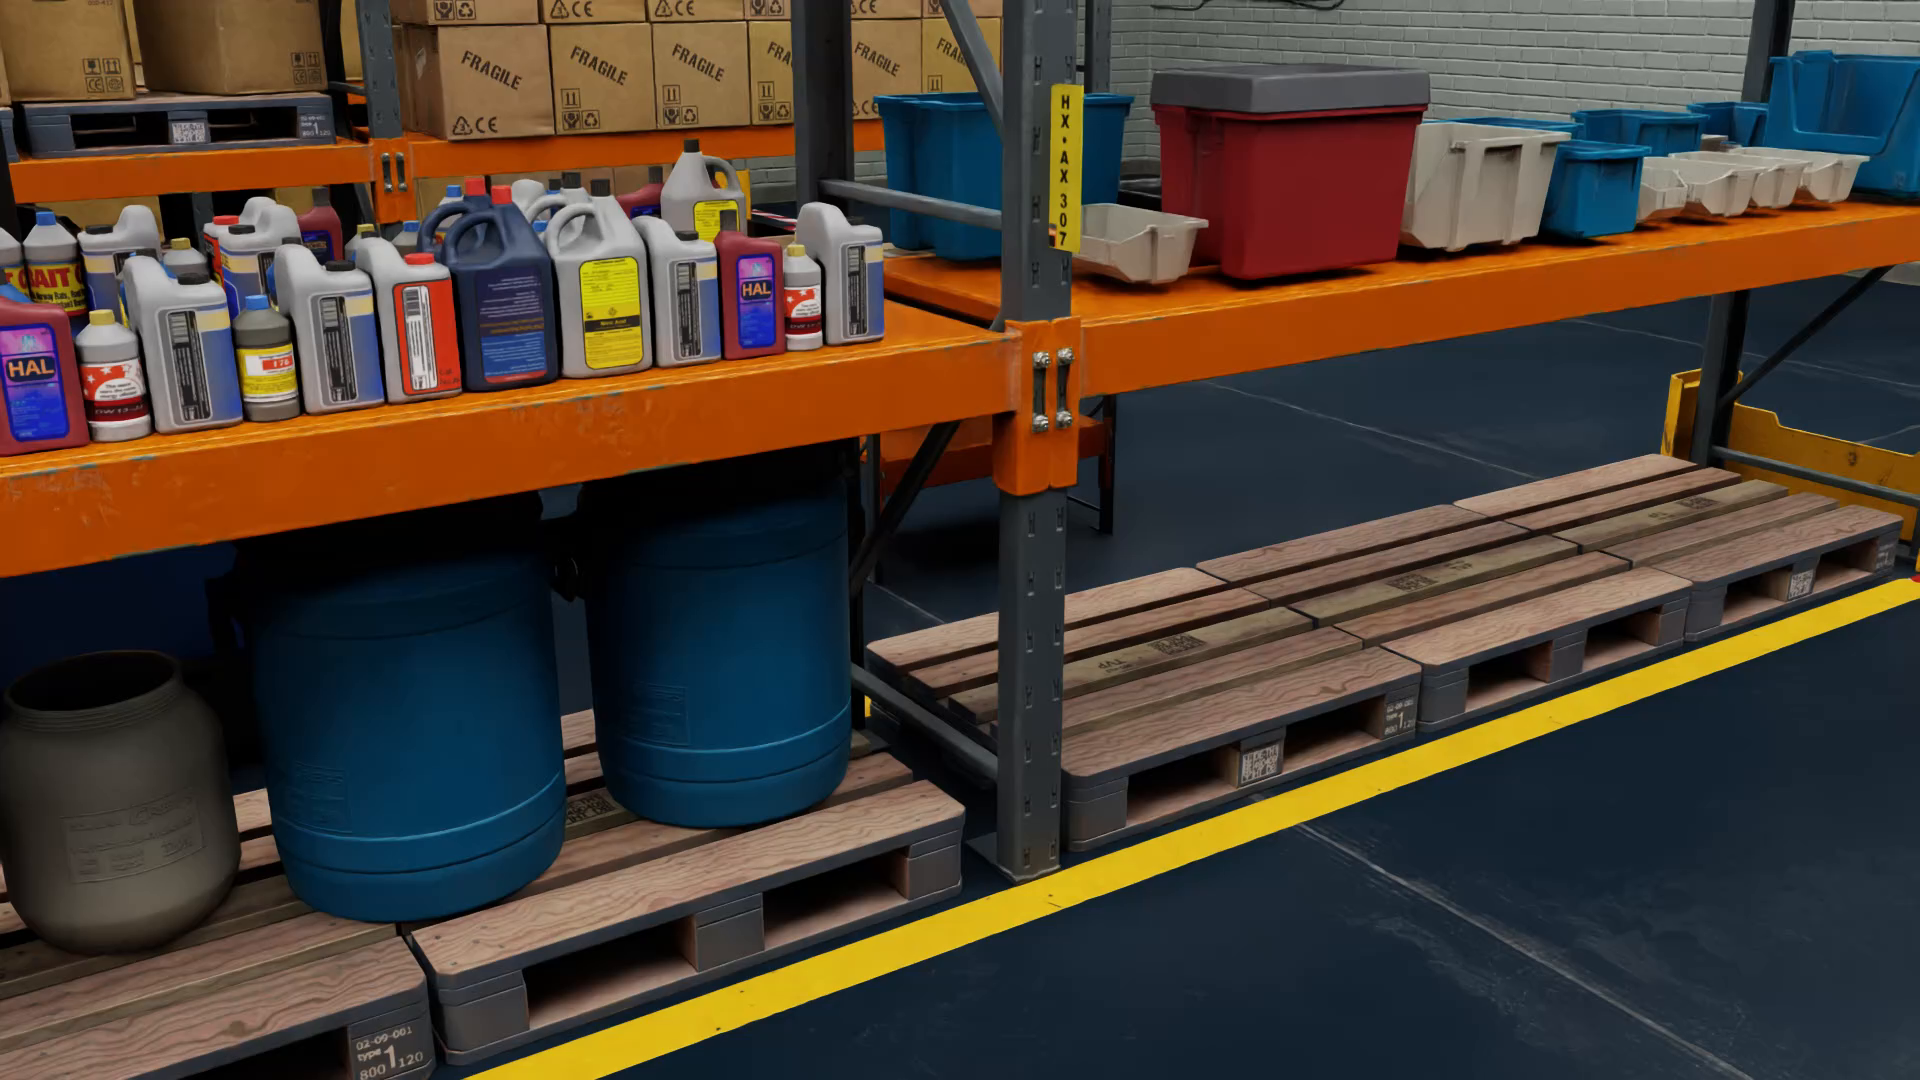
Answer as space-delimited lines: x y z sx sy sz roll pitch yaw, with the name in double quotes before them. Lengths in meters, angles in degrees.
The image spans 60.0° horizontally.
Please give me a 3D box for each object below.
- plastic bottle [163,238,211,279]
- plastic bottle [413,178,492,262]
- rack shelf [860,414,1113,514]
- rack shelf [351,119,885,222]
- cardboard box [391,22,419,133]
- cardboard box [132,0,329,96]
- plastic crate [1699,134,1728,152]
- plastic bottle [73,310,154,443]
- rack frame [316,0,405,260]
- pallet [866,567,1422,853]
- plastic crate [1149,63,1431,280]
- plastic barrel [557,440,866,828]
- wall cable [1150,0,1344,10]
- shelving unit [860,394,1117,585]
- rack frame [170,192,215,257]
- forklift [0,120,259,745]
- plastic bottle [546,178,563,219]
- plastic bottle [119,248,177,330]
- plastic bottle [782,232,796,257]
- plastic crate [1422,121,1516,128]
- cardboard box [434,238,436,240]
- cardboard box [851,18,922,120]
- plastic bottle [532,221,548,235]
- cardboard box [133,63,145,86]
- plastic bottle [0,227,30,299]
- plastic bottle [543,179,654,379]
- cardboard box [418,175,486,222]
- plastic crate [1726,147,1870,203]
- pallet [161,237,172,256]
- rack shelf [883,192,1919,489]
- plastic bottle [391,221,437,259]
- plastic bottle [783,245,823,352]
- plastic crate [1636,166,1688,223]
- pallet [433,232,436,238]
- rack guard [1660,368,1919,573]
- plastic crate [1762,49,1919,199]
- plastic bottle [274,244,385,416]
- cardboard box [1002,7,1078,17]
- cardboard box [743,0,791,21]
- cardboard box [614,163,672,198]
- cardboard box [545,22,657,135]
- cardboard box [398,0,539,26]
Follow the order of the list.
"plastic bottle" -1.570 -0.510 3.381 0.097 0.201 0.097 0 19 0
"plastic bottle" -0.910 -0.493 3.098 0.185 0.351 0.144 -12 22 -31
"rack shelf" 0.006 -0.302 6.146 1.000 0.278 0.538 -12 22 -31
"rack shelf" -1.140 -2.097 8.888 4.000 0.370 1.077 -12 22 -31
"cardboard box" -2.534 -2.290 8.178 0.500 0.500 0.500 -11 22 -31
"cardboard box" -3.329 -2.308 7.578 0.700 0.500 0.500 14 23 35
"plastic crate" 2.551 -1.378 5.957 0.298 0.136 0.250 -12 22 -31
"plastic bottle" -1.355 -0.265 2.654 0.097 0.201 0.097 0 19 0
"rack frame" -2.810 -2.086 7.731 0.127 3.000 1.000 -12 22 -31
"pallet" 0.504 0.421 4.670 1.213 0.211 1.003 -12 22 -31
"plastic crate" 0.795 -0.909 4.057 0.583 0.464 0.402 -12 22 -31
"plastic barrel" -0.553 0.126 3.809 0.708 0.901 0.600 -12 22 -31
"wall cable" 2.723 -6.386 15.933 0.112 2.526 3.097 -12 22 -31
"shelving unit" 0.006 -0.534 6.068 1.048 1.125 0.538 -12 22 -31
"rack frame" -5.538 -3.410 11.648 0.127 3.000 1.000 -12 22 -31
"forklift" -3.059 -0.762 3.923 3.031 2.935 1.130 -12 22 -31
"plastic bottle" -0.909 -0.683 3.782 0.097 0.271 0.097 0 19 0
"plastic bottle" -1.357 -0.356 2.814 0.097 0.271 0.097 0 19 0
"plastic bottle" -0.325 -0.540 3.470 0.097 0.201 0.097 0 19 0
"plastic crate" 1.514 -1.174 5.201 0.300 0.233 0.416 -12 22 -31
"cardboard box" -2.490 -1.286 8.582 0.500 0.500 0.500 -12 22 -31
"cardboard box" -0.545 -2.507 8.821 0.500 0.500 0.500 -12 22 -31
"plastic bottle" -0.907 -0.592 3.622 0.097 0.201 0.097 0 19 0
"cardboard box" -5.664 -3.165 11.285 0.250 0.149 0.380 -12 22 -31
"plastic bottle" -1.845 -0.485 3.198 0.097 0.271 0.097 0 19 0
"plastic bottle" -0.677 -0.487 3.080 0.185 0.351 0.144 -12 22 -31
"cardboard box" -4.006 -2.707 12.815 0.500 0.500 0.700 -11 22 -30
"plastic crate" 2.670 -1.176 5.358 0.243 0.136 0.396 -12 22 -31
"pallet" -6.141 -1.933 11.633 1.213 0.211 1.003 -12 22 -31
"rack shelf" 1.581 -0.772 4.967 4.000 0.370 1.077 -12 22 -31
"plastic bottle" -1.184 -0.592 3.622 0.097 0.201 0.097 0 19 0
"plastic bottle" -0.322 -0.482 3.298 0.097 0.201 0.097 0 19 0
"plastic crate" 1.964 -1.016 4.885 0.250 0.136 0.298 -12 22 -31
"pallet" -3.840 -2.418 13.069 1.213 0.211 1.003 -12 22 -31
"rack guard" 3.265 -0.288 6.317 0.348 0.500 1.175 -12 22 -31
"plastic crate" 3.075 -1.401 5.556 0.499 0.435 0.616 -12 22 -31
"plastic bottle" -1.079 -0.369 2.845 0.135 0.276 0.152 -12 22 -31
"cardboard box" 0.310 -3.159 9.189 0.500 0.500 0.500 -12 22 -32
"cardboard box" -0.971 -2.887 8.384 0.500 0.500 0.500 -11 22 -30
"cardboard box" -2.727 -2.979 13.621 0.500 0.500 0.700 -12 22 -31
"cardboard box" -1.809 -2.241 8.034 0.500 0.500 0.500 -11 22 -30
"cardboard box" -2.262 -2.615 7.578 0.500 0.500 0.500 -11 22 -30
